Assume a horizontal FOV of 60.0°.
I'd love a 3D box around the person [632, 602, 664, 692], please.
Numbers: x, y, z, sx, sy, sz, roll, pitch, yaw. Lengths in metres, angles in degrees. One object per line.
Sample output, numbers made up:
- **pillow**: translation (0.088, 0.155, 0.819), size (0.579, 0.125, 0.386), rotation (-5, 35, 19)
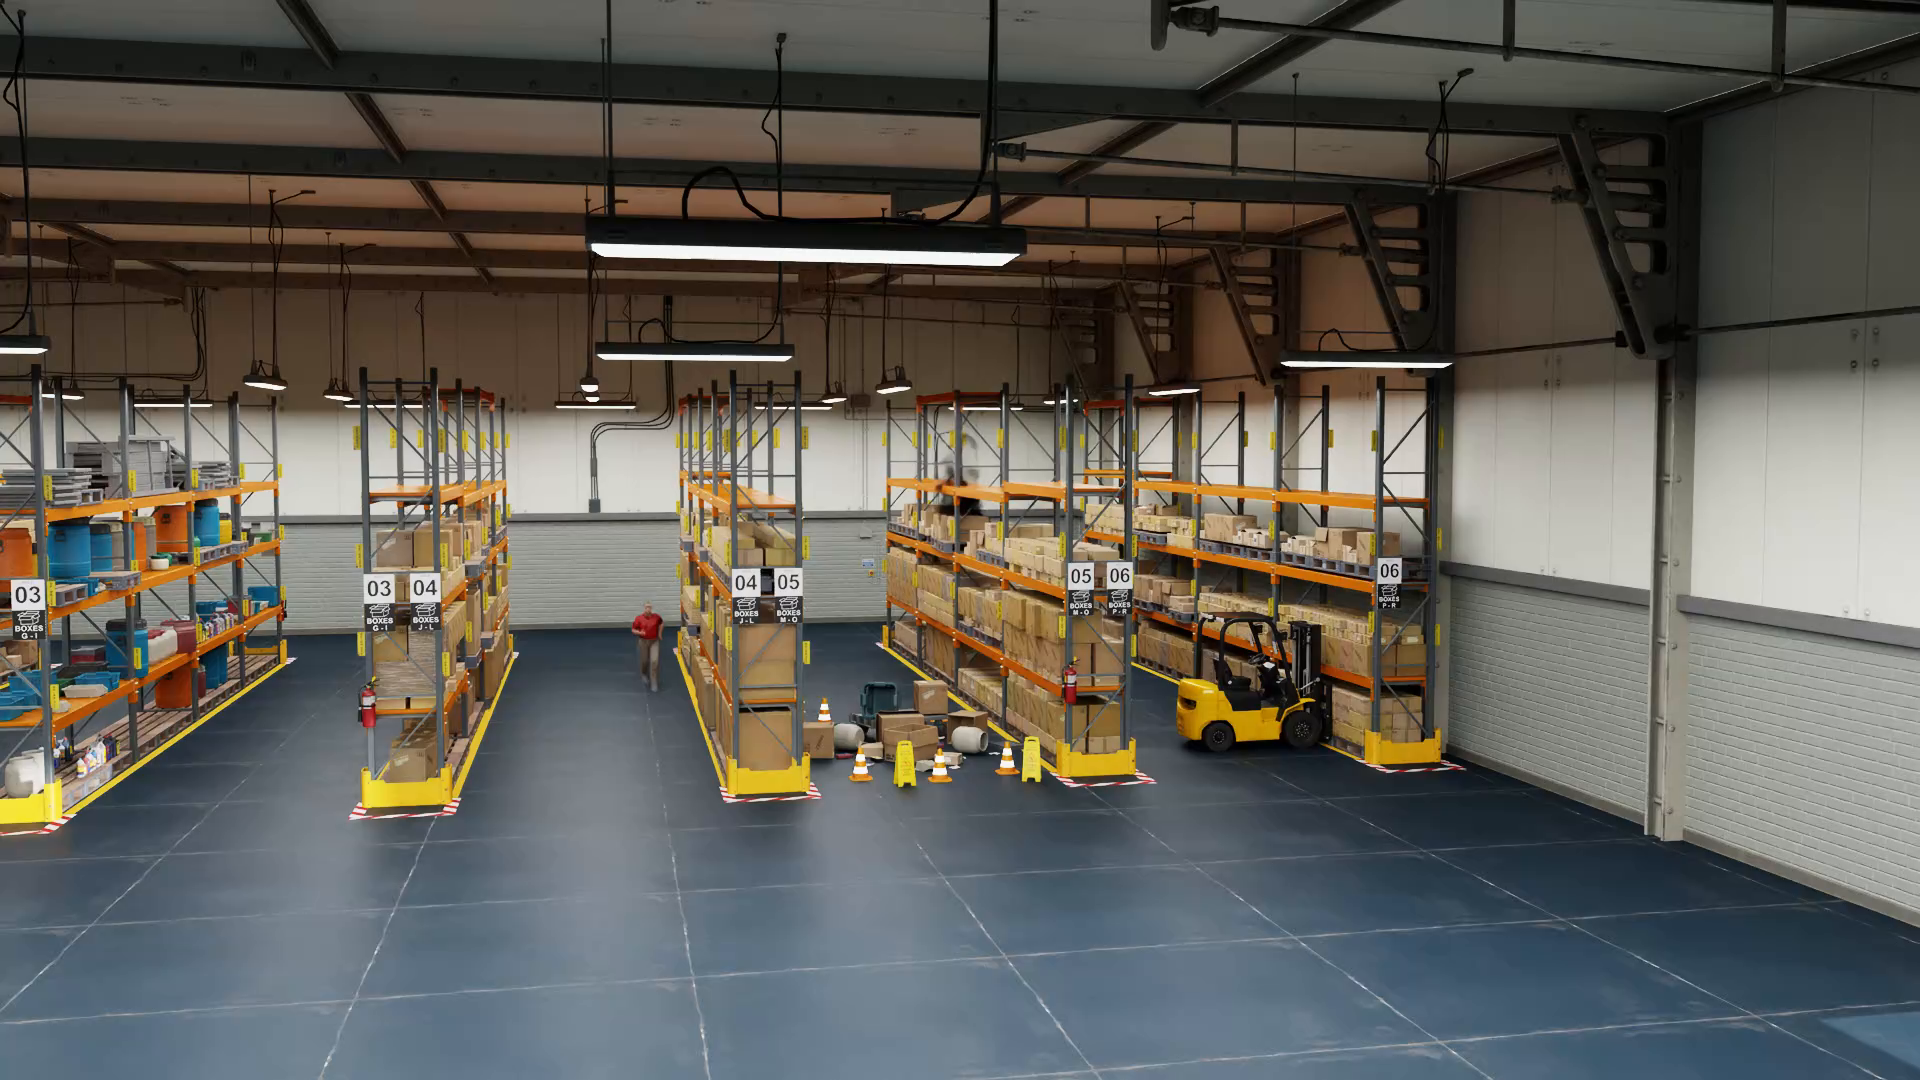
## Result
- **person**: translation (-6.305, 2.133, 33.641), size (0.660, 1.753, 0.969), rotation (-1, 4, -16)
